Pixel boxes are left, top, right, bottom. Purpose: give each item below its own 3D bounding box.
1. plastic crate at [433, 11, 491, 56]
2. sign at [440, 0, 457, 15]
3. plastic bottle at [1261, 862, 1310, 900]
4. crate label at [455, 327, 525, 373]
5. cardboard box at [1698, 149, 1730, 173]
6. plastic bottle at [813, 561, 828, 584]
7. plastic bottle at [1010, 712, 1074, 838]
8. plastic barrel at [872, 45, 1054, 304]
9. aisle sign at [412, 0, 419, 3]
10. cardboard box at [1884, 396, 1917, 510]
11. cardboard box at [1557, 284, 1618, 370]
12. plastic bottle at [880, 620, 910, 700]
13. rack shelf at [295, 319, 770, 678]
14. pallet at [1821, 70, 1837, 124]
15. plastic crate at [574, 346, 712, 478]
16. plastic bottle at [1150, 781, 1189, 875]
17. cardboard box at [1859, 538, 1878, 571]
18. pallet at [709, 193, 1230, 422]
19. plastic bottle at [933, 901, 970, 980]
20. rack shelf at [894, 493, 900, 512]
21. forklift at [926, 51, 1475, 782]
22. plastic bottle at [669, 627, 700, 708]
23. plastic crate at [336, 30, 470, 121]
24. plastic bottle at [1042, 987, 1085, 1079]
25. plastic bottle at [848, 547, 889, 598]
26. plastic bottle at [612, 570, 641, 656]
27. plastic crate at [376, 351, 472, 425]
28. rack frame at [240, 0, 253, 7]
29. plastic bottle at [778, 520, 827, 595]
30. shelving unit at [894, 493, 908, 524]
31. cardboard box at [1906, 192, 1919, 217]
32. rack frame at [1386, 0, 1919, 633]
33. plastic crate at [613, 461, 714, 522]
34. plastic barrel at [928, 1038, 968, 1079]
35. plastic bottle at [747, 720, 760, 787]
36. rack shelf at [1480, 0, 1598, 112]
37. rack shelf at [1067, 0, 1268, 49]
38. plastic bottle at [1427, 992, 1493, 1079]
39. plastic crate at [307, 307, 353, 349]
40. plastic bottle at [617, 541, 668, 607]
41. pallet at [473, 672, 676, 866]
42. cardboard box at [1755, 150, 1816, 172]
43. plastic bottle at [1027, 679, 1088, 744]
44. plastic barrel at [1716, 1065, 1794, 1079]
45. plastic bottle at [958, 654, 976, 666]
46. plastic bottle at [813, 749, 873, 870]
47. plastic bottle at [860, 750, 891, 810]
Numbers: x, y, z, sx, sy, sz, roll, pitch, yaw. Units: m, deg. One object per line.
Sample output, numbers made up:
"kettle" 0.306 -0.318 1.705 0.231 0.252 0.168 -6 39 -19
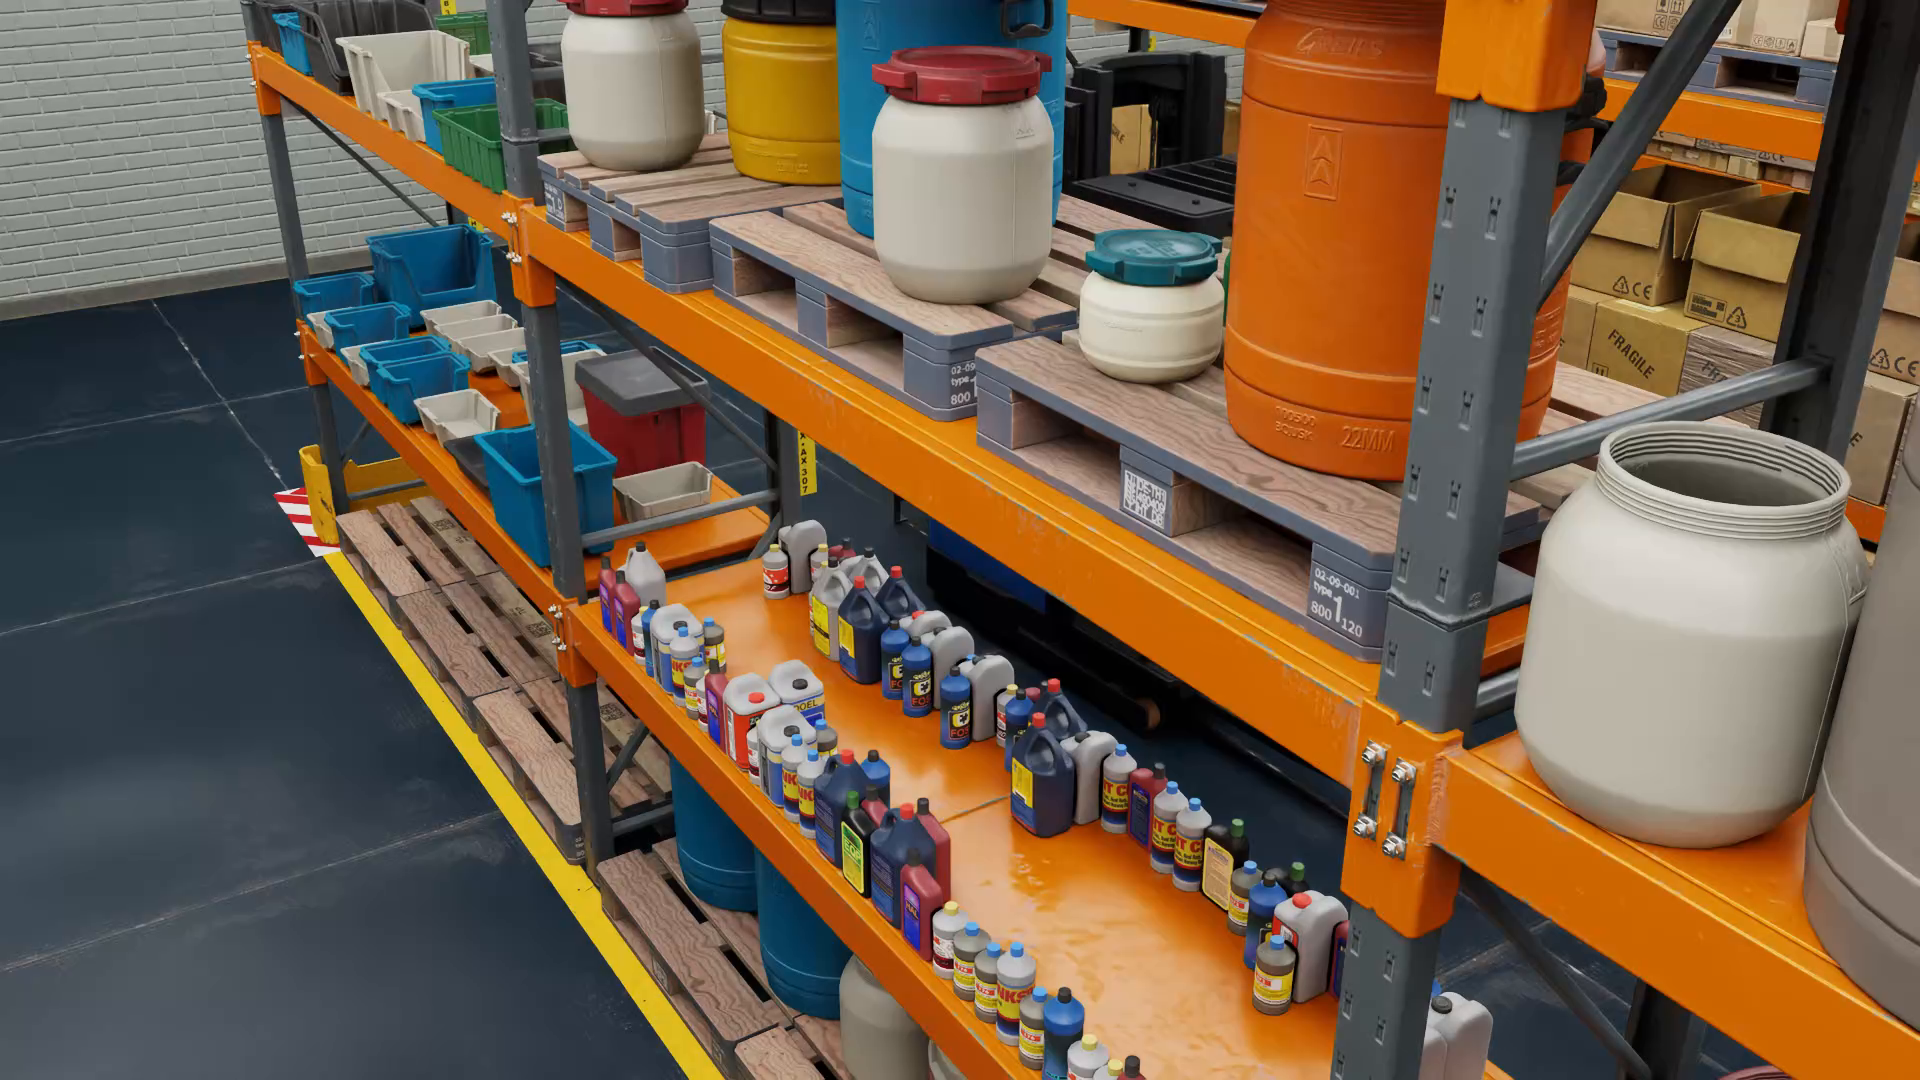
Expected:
"plastic crate" -2.488 -2.483 8.230 0.450 0.188 0.336 -16 29 -30
"sign" -2.814 -2.951 9.097 0.100 0.325 0.005 -16 29 -30
"plastic bottle" 0.848 0.952 4.357 0.061 0.283 0.133 -16 29 -30
"crate label" -2.350 -0.966 8.521 0.396 0.136 0.243 -16 29 -30
"cardboard box" 5.891 -2.930 12.738 0.380 0.149 0.250 -14 29 -28
"plastic bottle" -0.488 0.175 6.099 0.097 0.201 0.097 0 25 0
"plastic bottle" 0.241 0.675 4.865 0.144 0.351 0.185 -16 29 -30
"plastic barrel" 0.007 -0.854 3.880 0.433 0.535 0.433 0 25 0
"aisle sign" -3.060 -2.778 9.076 0.394 0.787 0.004 -16 29 -30
"cardboard box" 4.221 -0.330 6.818 0.500 0.500 0.500 -17 30 -31
"cardboard box" 3.109 -1.054 8.353 0.500 0.500 0.500 -15 29 -29
"plastic bottle" -0.216 0.393 5.555 0.097 0.271 0.097 0 25 0
"rack shelf" -2.174 -0.468 8.070 1.077 0.370 4.000 -16 29 -30
"pallet" 4.242 -1.689 6.523 1.003 0.211 1.213 -14 29 -27
"plastic crate" -1.360 -0.512 7.175 0.402 0.464 0.583 -16 29 -30
"plastic bottle" 0.591 0.803 4.687 0.097 0.271 0.097 0 25 0
"cardboard box" 4.412 0.397 7.391 1.225 0.875 0.875 -15 29 -29
"pallet" 0.049 -0.686 4.397 1.003 0.211 1.213 -16 29 -30
"plastic bottle" -0.023 1.026 4.296 0.097 0.201 0.097 0 25 0
"rack shelf" -0.090 -0.363 9.732 0.431 0.518 0.480 -16 29 -30
"forklift" 1.098 -0.656 7.706 1.130 2.935 3.031 -18 30 -33
"plastic bottle" -0.909 0.414 5.511 0.097 0.271 0.097 0 25 0
"plastic crate" -2.315 -1.947 6.985 0.437 0.282 0.530 -16 29 -30
"plastic bottle" 0.243 1.168 3.912 0.097 0.271 0.097 0 25 0
"plastic bottle" -0.306 0.197 5.876 0.144 0.351 0.185 -16 29 -30
"plastic bottle" -1.167 0.253 5.836 0.061 0.283 0.133 -16 29 -30
"plastic crate" -2.524 -0.716 7.880 0.416 0.233 0.300 -16 29 -30
"rack frame" -3.266 -4.221 8.151 1.000 3.000 0.127 -16 29 -30
"plastic bottle" -0.596 0.044 6.288 0.152 0.276 0.135 -16 29 -30
"shelving unit" -0.090 -1.009 9.427 0.431 2.100 0.503 -16 29 -30
"cardboard box" 6.694 -2.352 11.514 0.380 0.149 0.250 -16 30 -31
"rack frame" 1.101 -1.360 2.089 1.000 3.000 0.127 -16 29 -30
"plastic crate" -1.217 -0.185 6.867 0.396 0.136 0.243 -16 29 -30
"plastic barrel" 0.203 1.679 5.013 0.600 0.588 0.708 -16 29 -30
"plastic bottle" -0.603 0.646 5.101 0.097 0.201 0.097 0 25 0
"rack shelf" 2.193 -0.138 0.813 1.077 0.370 4.000 -16 29 -30
"rack shelf" 1.976 -2.978 9.874 1.077 0.370 4.000 -16 29 -30
"plastic bottle" 1.136 1.179 3.884 0.152 0.276 0.135 -16 29 -30
"plastic crate" -3.301 -1.117 8.841 0.250 0.136 0.298 -16 29 -30
"plastic bottle" -1.140 0.161 5.954 0.144 0.351 0.185 -16 29 -30
"pallet" -1.516 0.929 7.534 1.003 0.211 1.213 -16 29 -30
"cardboard box" 6.225 -3.003 12.131 0.500 0.500 0.500 -16 29 -30
"plastic bottle" 0.295 0.591 5.042 0.144 0.351 0.185 -16 29 -30
"plastic barrel" 1.608 1.387 3.139 0.600 0.536 0.708 -16 29 -30
"plastic bottle" 0.038 0.472 5.469 0.097 0.201 0.097 0 25 0
"plastic bottle" -0.327 0.741 4.725 0.144 0.351 0.185 -16 29 -30
"plastic bottle" -0.249 0.733 4.834 0.097 0.271 0.097 0 25 0
